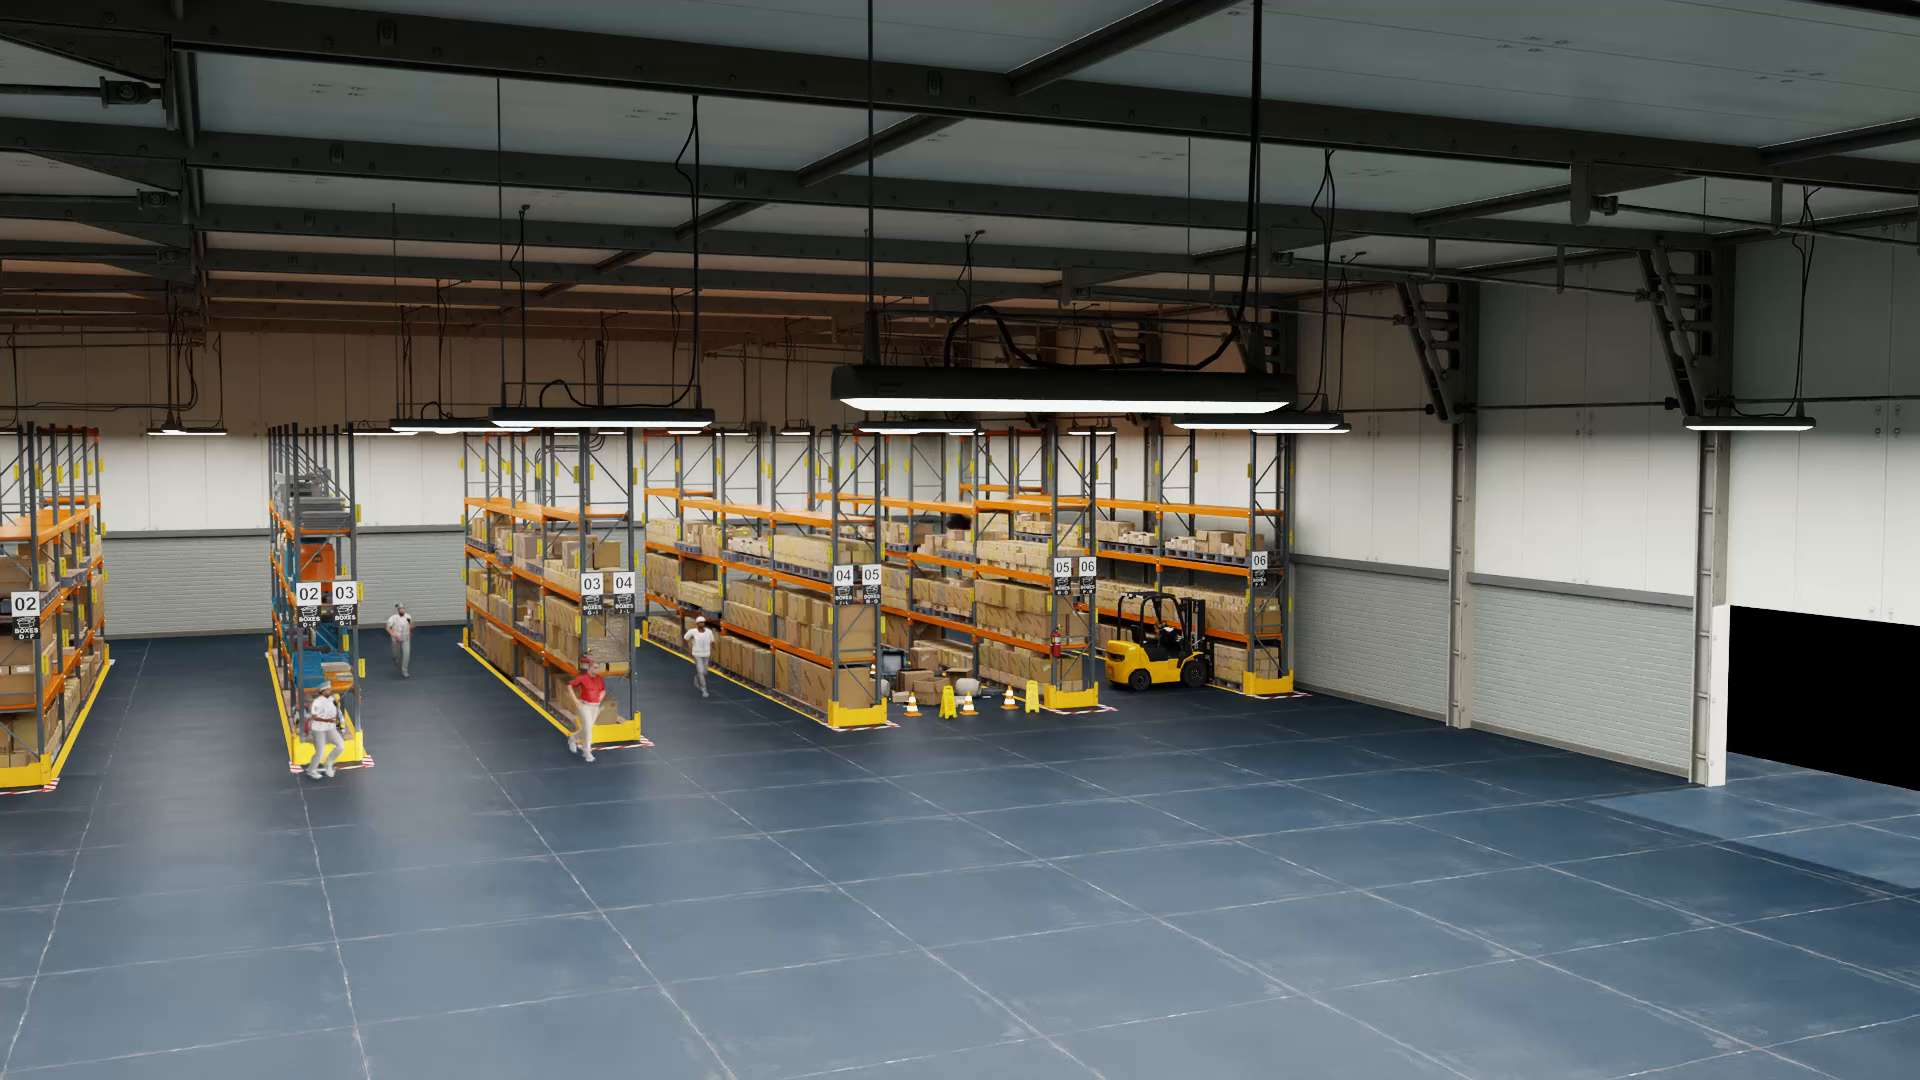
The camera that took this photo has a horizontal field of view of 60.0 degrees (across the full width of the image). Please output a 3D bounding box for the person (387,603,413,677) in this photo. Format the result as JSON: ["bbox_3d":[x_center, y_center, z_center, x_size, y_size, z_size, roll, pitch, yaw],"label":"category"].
[{"bbox_3d":[-13.581,2.407,40.372,0.643,1.782,1.023,-2,4,-26],"label":"person"}]

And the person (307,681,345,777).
[{"bbox_3d":[-10.673,3.182,27.975,0.721,1.651,0.595,2,4,24],"label":"person"}]

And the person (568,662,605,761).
[{"bbox_3d":[-6.687,3.048,29.964,0.945,1.708,0.696,3,5,39],"label":"person"}]

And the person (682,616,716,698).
[{"bbox_3d":[-5.786,2.583,37.085,0.700,1.769,0.935,-2,4,-31],"label":"person"}]
